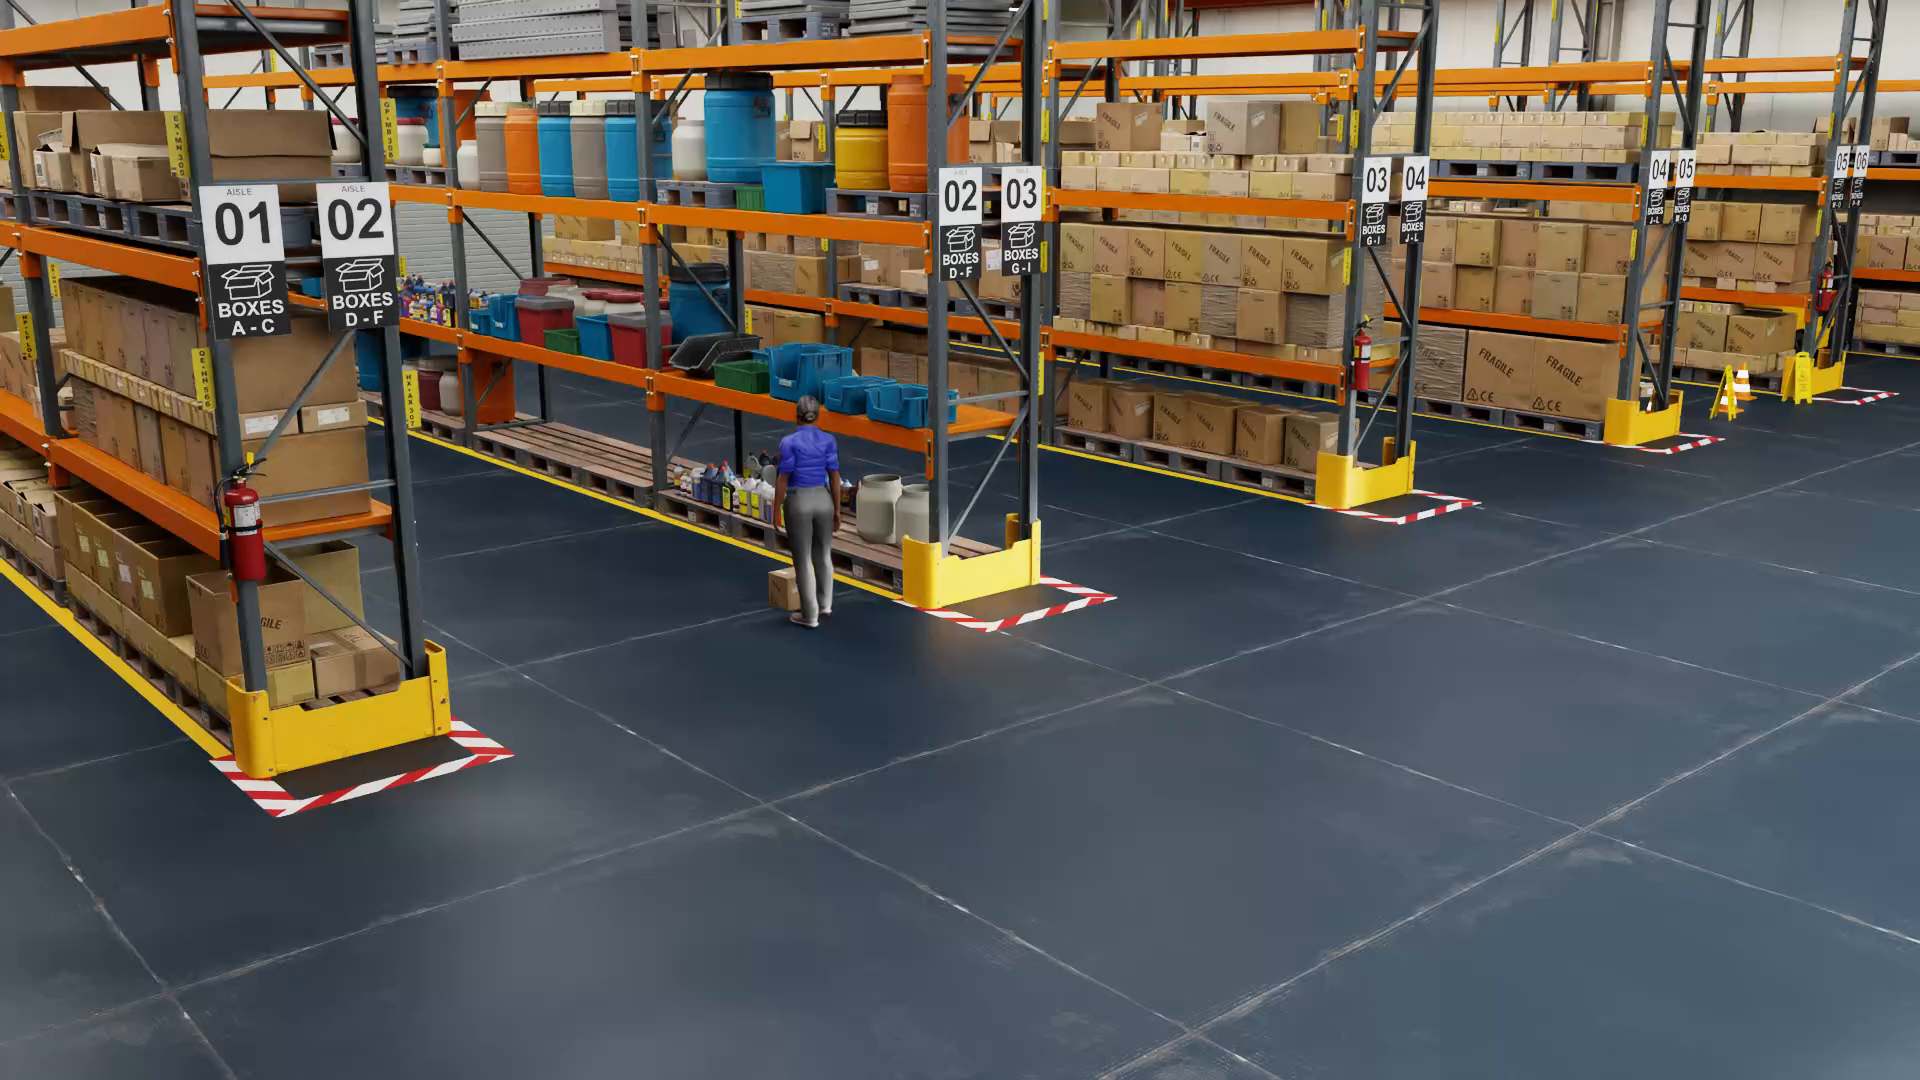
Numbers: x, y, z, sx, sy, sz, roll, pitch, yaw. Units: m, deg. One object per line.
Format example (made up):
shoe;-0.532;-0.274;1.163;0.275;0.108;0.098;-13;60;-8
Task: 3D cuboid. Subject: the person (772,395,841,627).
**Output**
person;-1.136;-0.218;11.881;0.469;1.675;0.523;-8;16;-28
